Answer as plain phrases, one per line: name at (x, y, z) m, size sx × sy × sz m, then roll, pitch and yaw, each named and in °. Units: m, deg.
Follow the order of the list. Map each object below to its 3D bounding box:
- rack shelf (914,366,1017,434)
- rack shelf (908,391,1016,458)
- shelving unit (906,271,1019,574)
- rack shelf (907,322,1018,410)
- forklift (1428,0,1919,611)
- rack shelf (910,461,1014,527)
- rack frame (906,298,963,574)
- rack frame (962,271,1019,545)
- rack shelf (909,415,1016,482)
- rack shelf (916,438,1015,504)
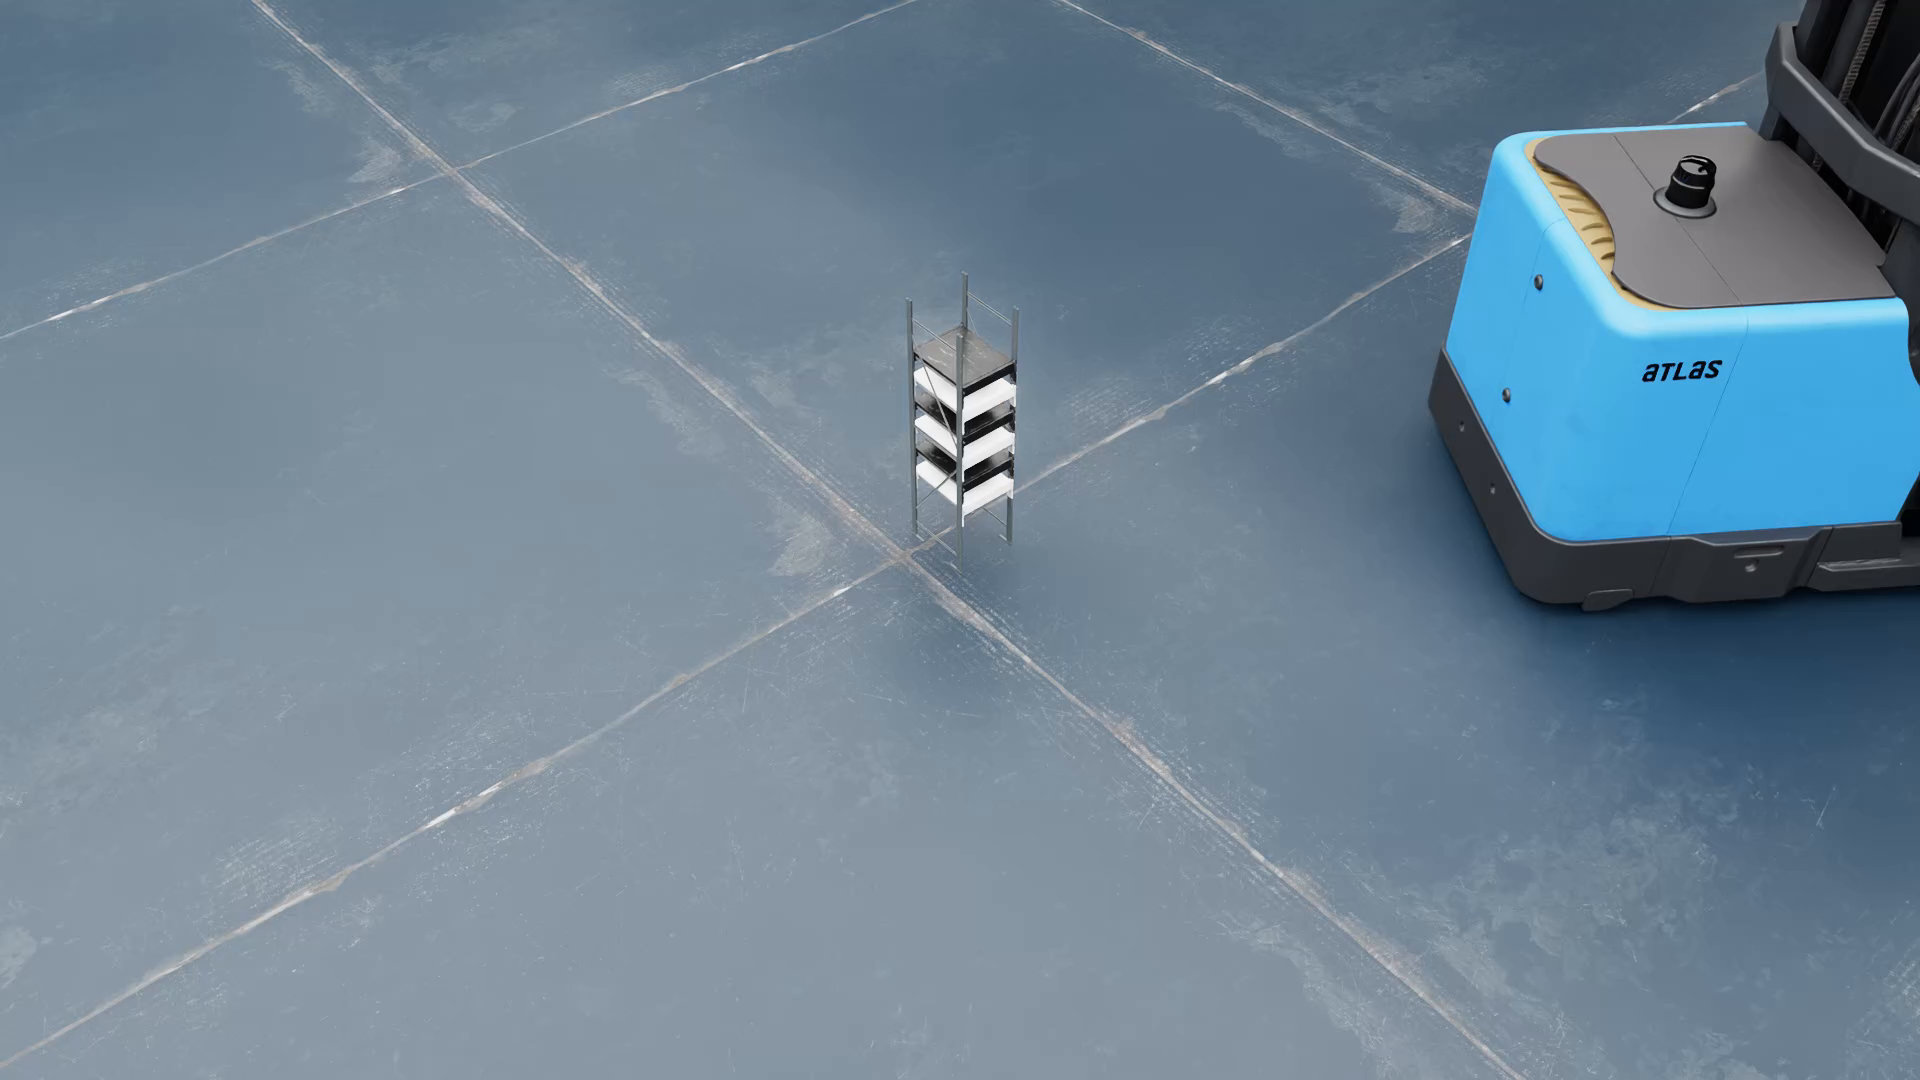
rack shelf at (0.006, -0.438, 4.845) m, size 0.200 × 0.077 × 0.258 m, roll -30°, pitch 51°, yaw -28°
rack shelf at (0.006, -0.373, 4.907) m, size 0.200 × 0.077 × 0.258 m, roll -30°, pitch 51°, yaw -28°
shelving unit at (0.006, -0.332, 4.946) m, size 0.210 × 0.900 × 0.258 m, roll -30°, pitch 51°, yaw -28°
rack shelf at (0.006, -0.504, 4.784) m, size 0.200 × 0.077 × 0.258 m, roll -30°, pitch 51°, yaw -28°
forklift at (3.132, -1.277, 4.469) m, size 3.031 × 2.935 × 1.130 m, roll -4°, pitch 43°, yaw -4°
rack shelf at (0.006, -0.176, 5.092) m, size 0.200 × 0.077 × 0.258 m, roll -30°, pitch 51°, yaw -28°
rack frame at (-0.072, -0.287, 4.898) m, size 0.006 × 0.900 × 0.240 m, roll -30°, pitch 51°, yaw -28°
rack frame at (0.084, -0.376, 4.993) m, size 0.006 × 0.900 × 0.240 m, roll -30°, pitch 51°, yaw -28°
rack shelf at (0.006, -0.307, 4.969) m, size 0.200 × 0.077 × 0.258 m, roll -30°, pitch 51°, yaw -28°
rack shelf at (0.006, -0.242, 5.030) m, size 0.200 × 0.077 × 0.258 m, roll -30°, pitch 51°, yaw -28°
